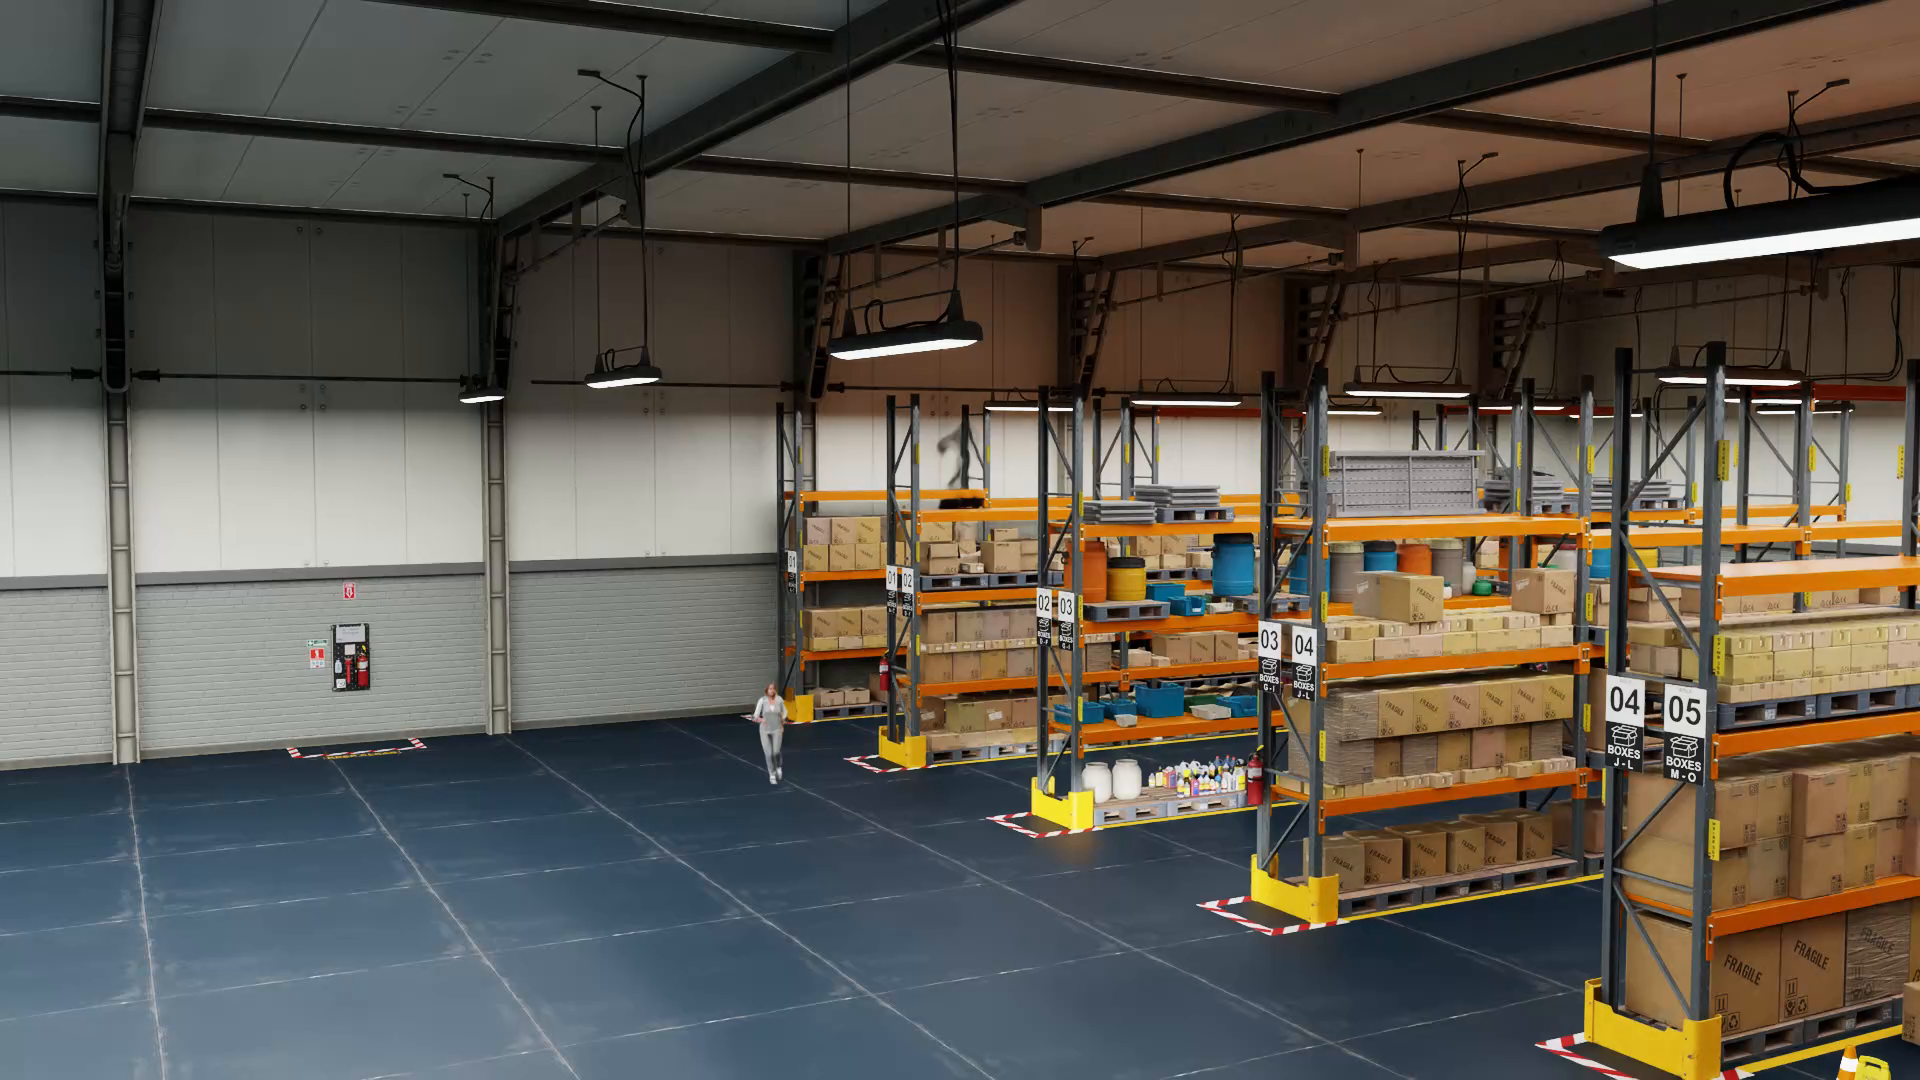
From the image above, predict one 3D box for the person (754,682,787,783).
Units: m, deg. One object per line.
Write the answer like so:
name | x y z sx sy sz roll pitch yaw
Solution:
person | -2.883 2.945 25.360 0.519 1.566 0.554 -1 3 -9
